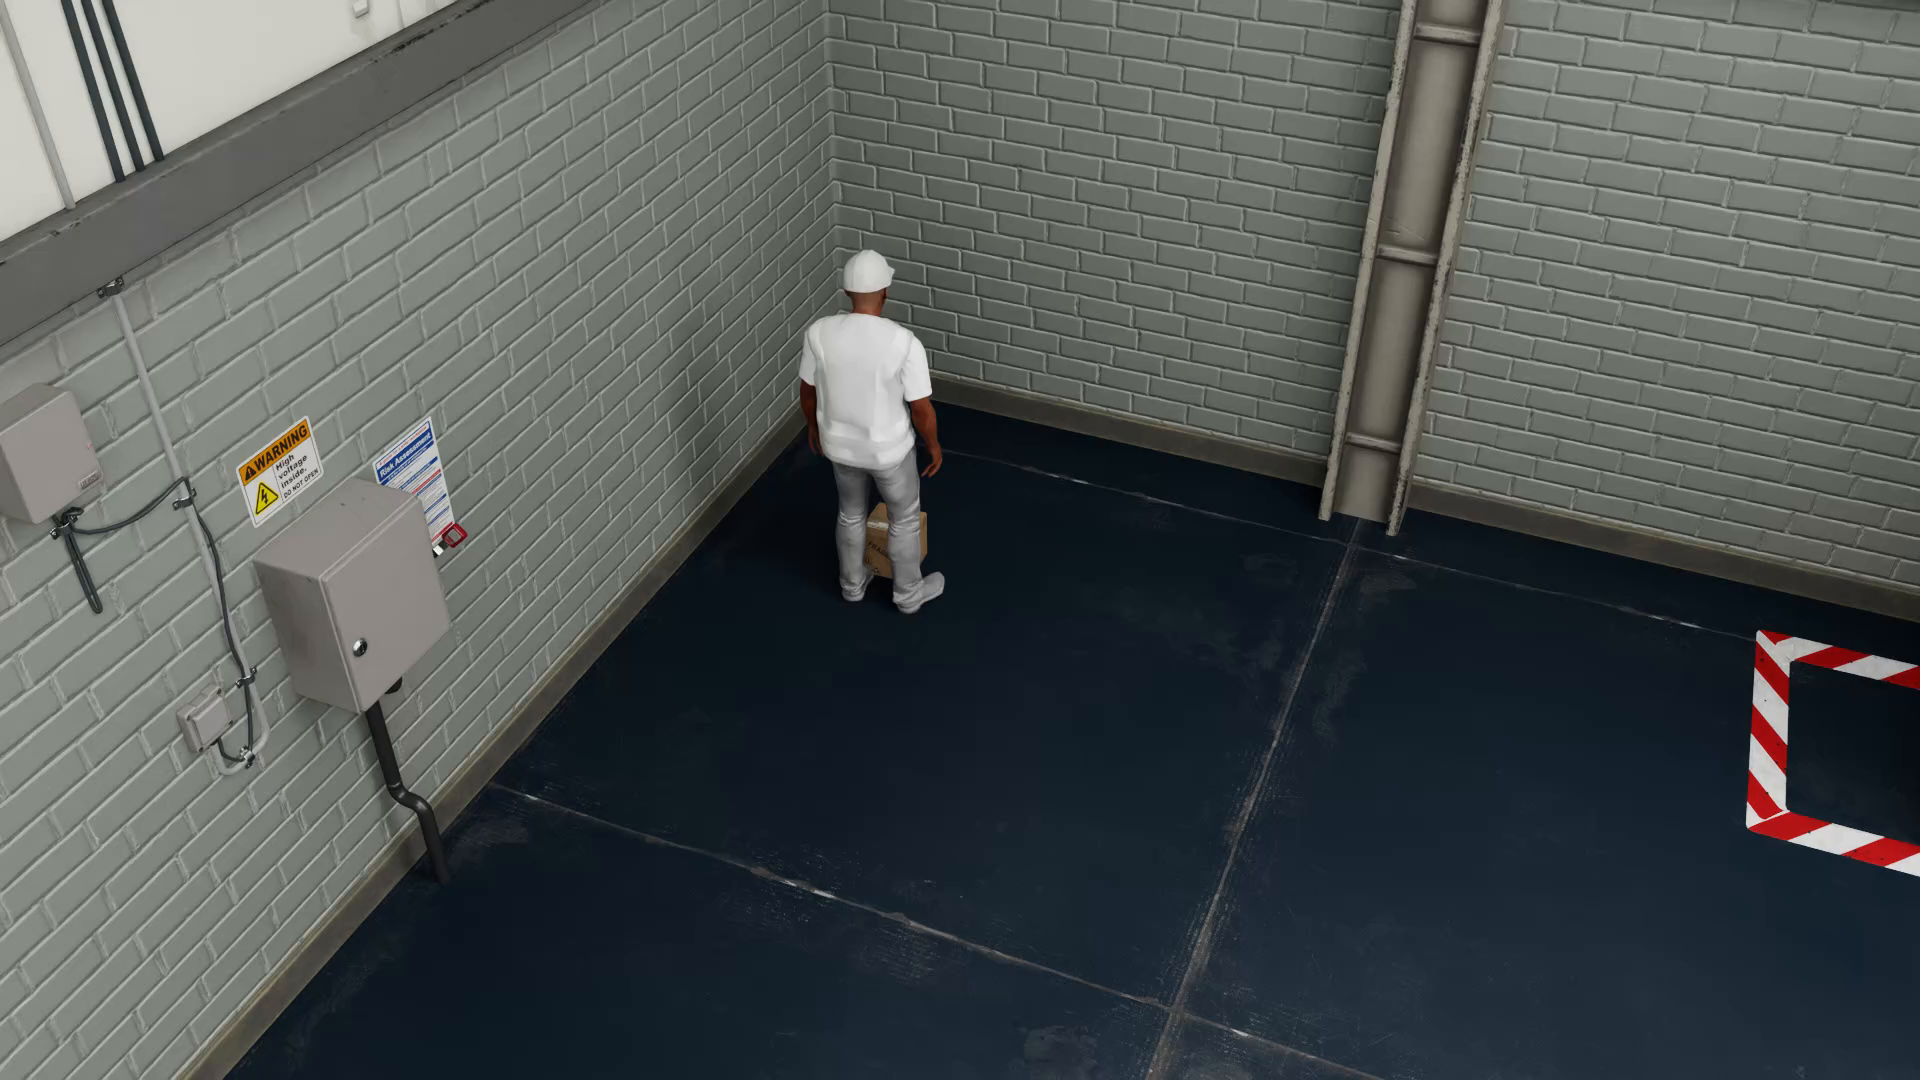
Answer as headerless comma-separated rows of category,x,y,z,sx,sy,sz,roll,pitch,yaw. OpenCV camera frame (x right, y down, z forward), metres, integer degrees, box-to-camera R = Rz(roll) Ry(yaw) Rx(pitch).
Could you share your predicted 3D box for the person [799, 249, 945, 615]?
person,-0.391,-0.457,7.405,0.636,1.761,0.454,12,39,15
